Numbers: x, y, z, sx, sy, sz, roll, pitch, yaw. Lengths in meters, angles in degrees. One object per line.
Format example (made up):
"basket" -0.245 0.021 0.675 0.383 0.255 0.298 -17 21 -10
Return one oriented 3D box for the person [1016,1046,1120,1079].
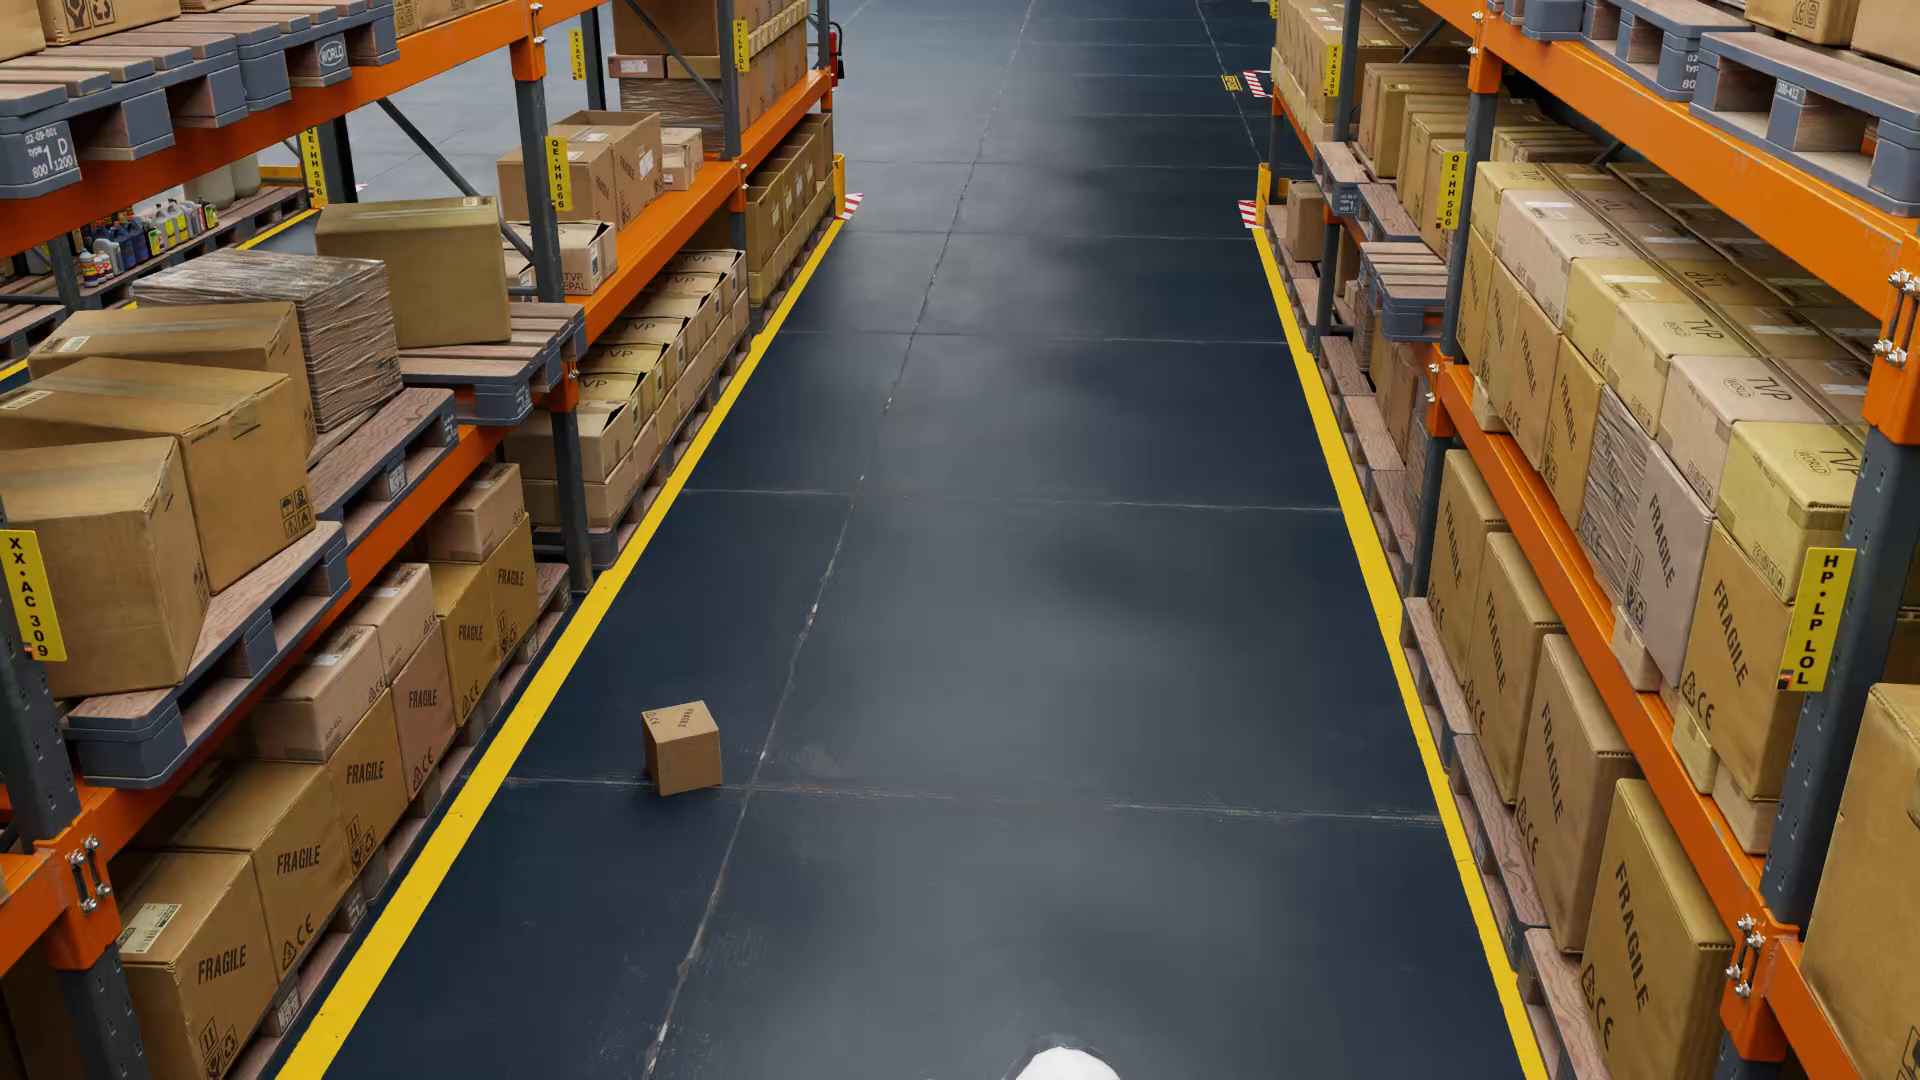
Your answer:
"person" 0.206 1.677 2.833 0.543 1.728 0.943 -4 25 -9
